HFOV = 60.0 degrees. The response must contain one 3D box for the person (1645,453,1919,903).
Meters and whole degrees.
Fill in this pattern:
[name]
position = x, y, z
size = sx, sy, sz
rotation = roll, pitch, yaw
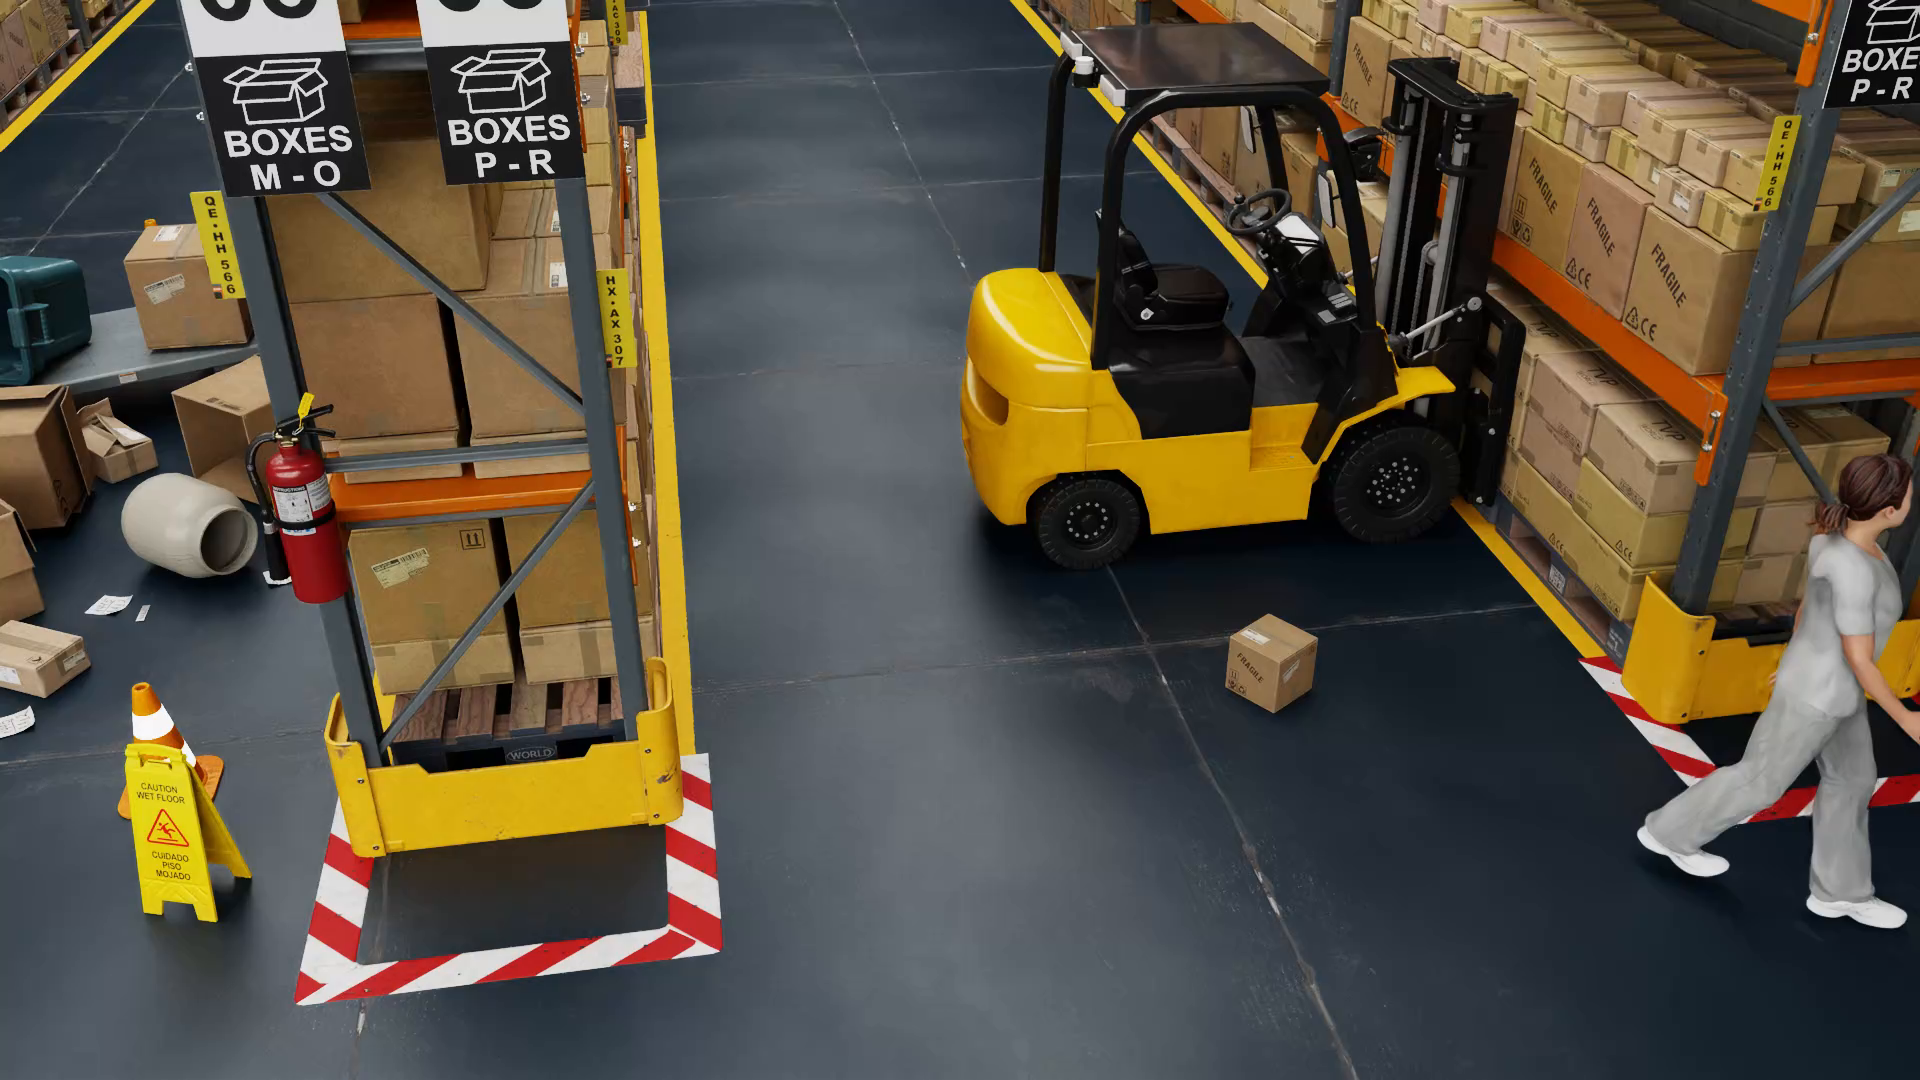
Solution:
[person]
position = 2.736, 0.443, 5.325
size = 0.743, 1.570, 0.479
rotation = 14, 34, 22
